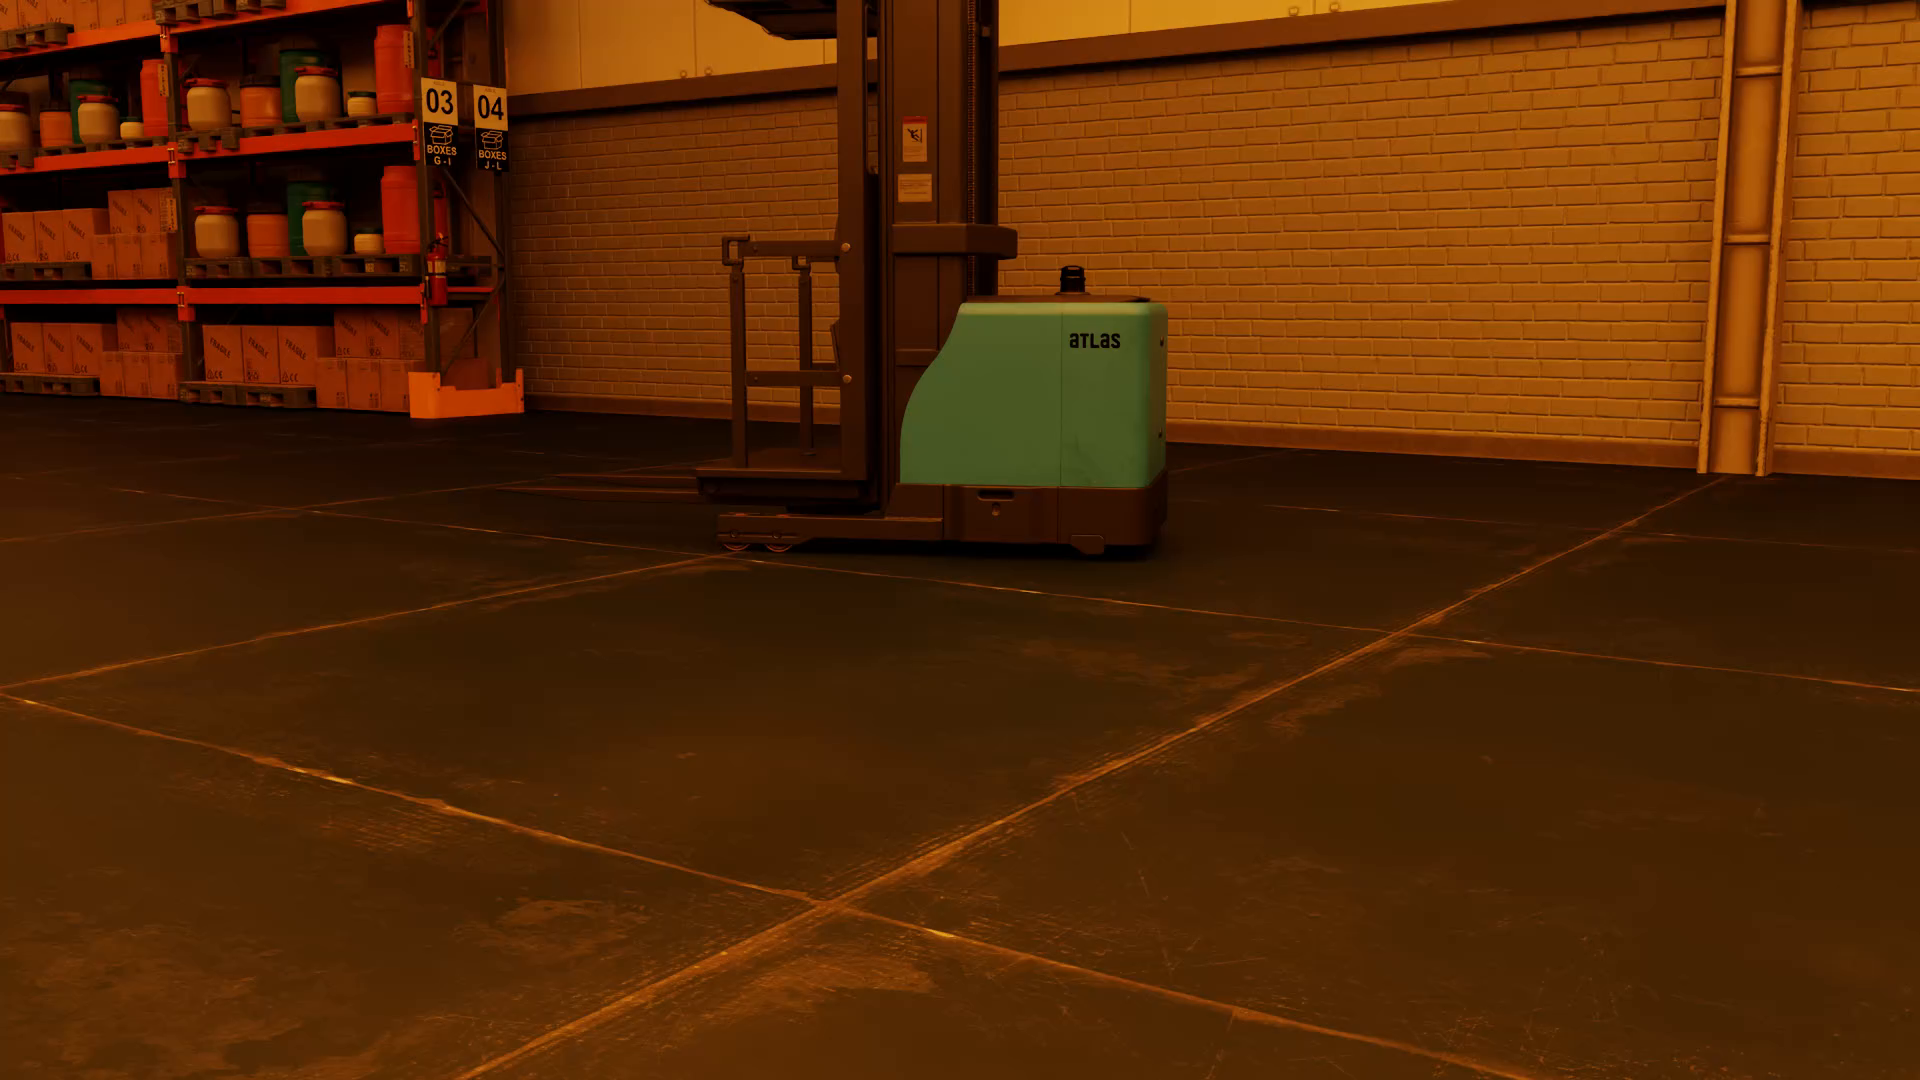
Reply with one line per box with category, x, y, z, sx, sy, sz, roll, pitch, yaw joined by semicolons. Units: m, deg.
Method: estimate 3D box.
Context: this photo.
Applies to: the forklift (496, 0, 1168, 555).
forklift;-0.596;-1.469;7.520;3.031;2.935;1.130;2;8;12
